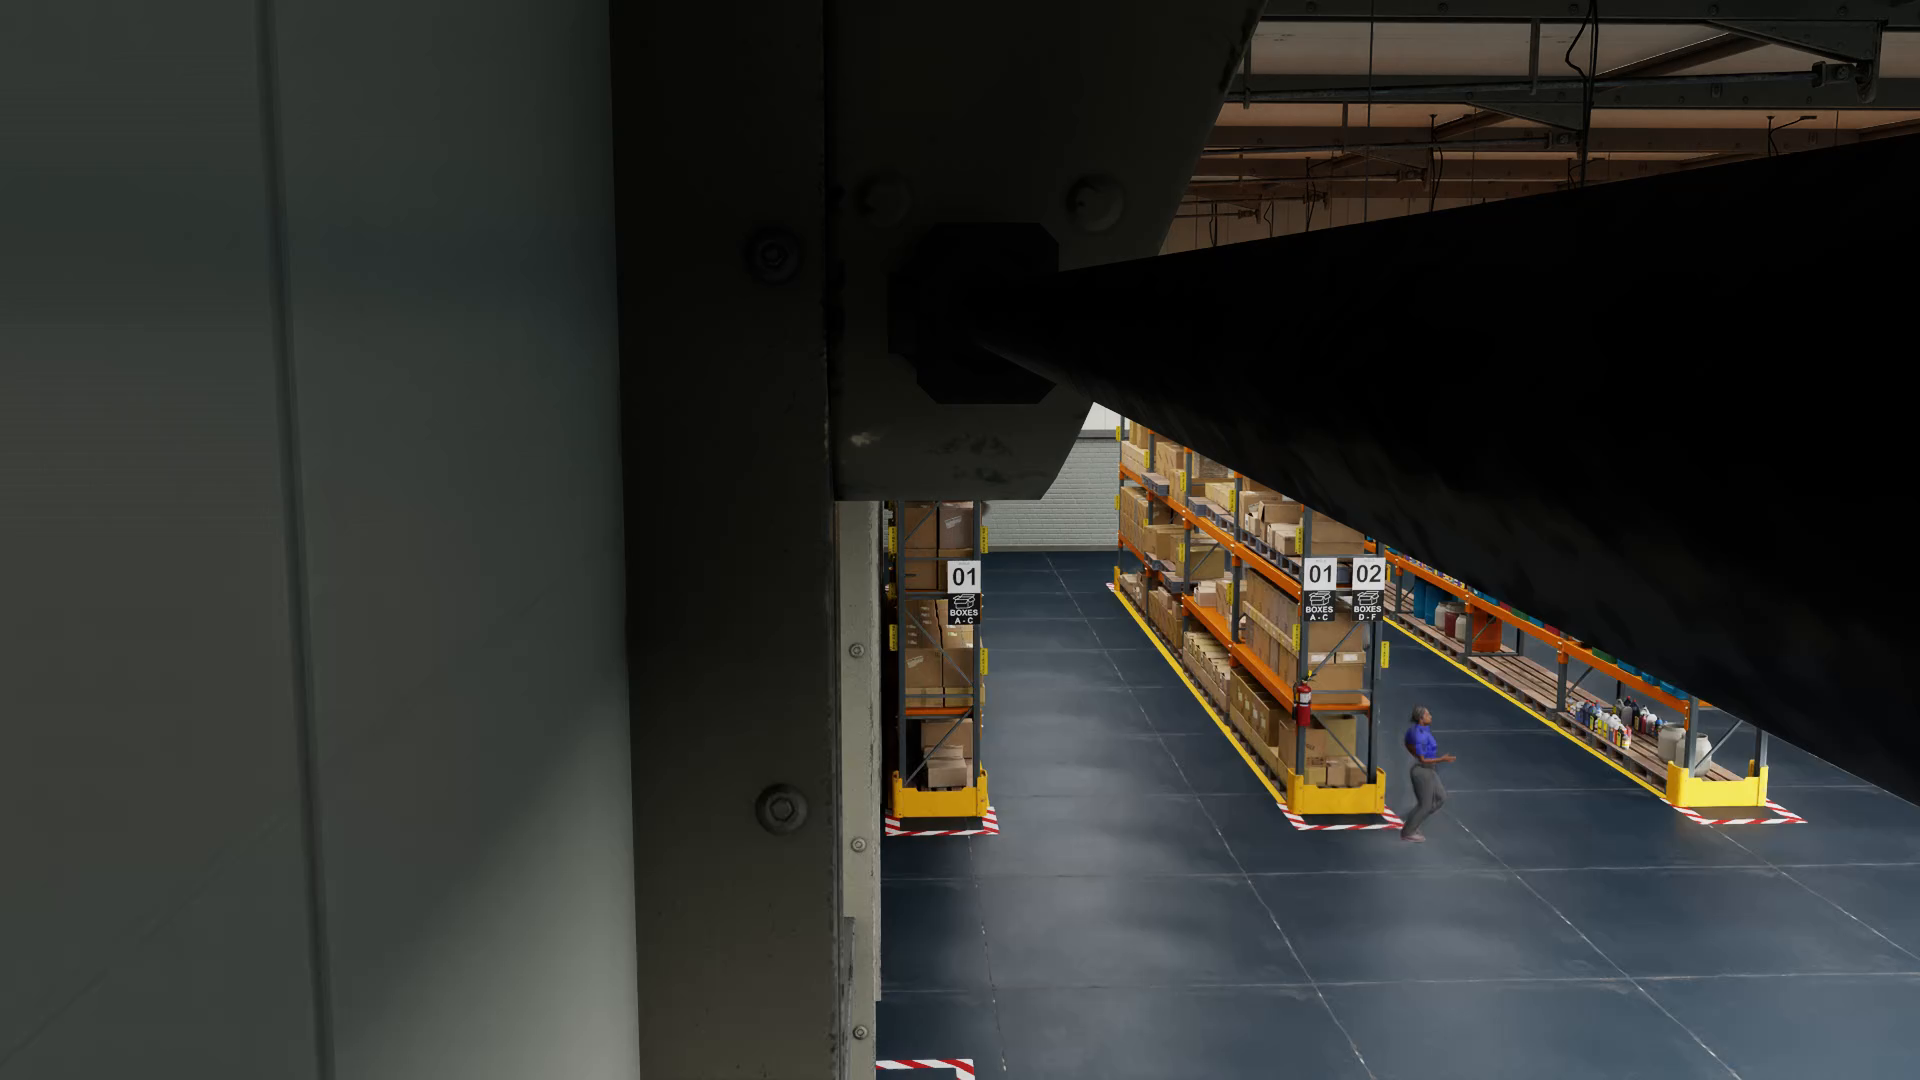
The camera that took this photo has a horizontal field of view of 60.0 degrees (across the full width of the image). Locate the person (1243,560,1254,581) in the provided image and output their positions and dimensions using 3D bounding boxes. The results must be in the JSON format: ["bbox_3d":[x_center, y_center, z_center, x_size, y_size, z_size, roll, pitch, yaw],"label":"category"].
[{"bbox_3d":[6.002,0.569,34.610,0.530,1.582,0.641,-2,8,-11],"label":"person"}]

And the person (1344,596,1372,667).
[{"bbox_3d":[6.839,1.406,28.476,0.552,1.663,0.628,-1,8,-9],"label":"person"}]

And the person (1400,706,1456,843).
[{"bbox_3d":[5.417,2.713,19.231,0.589,1.619,0.562,2,9,15],"label":"person"}]
